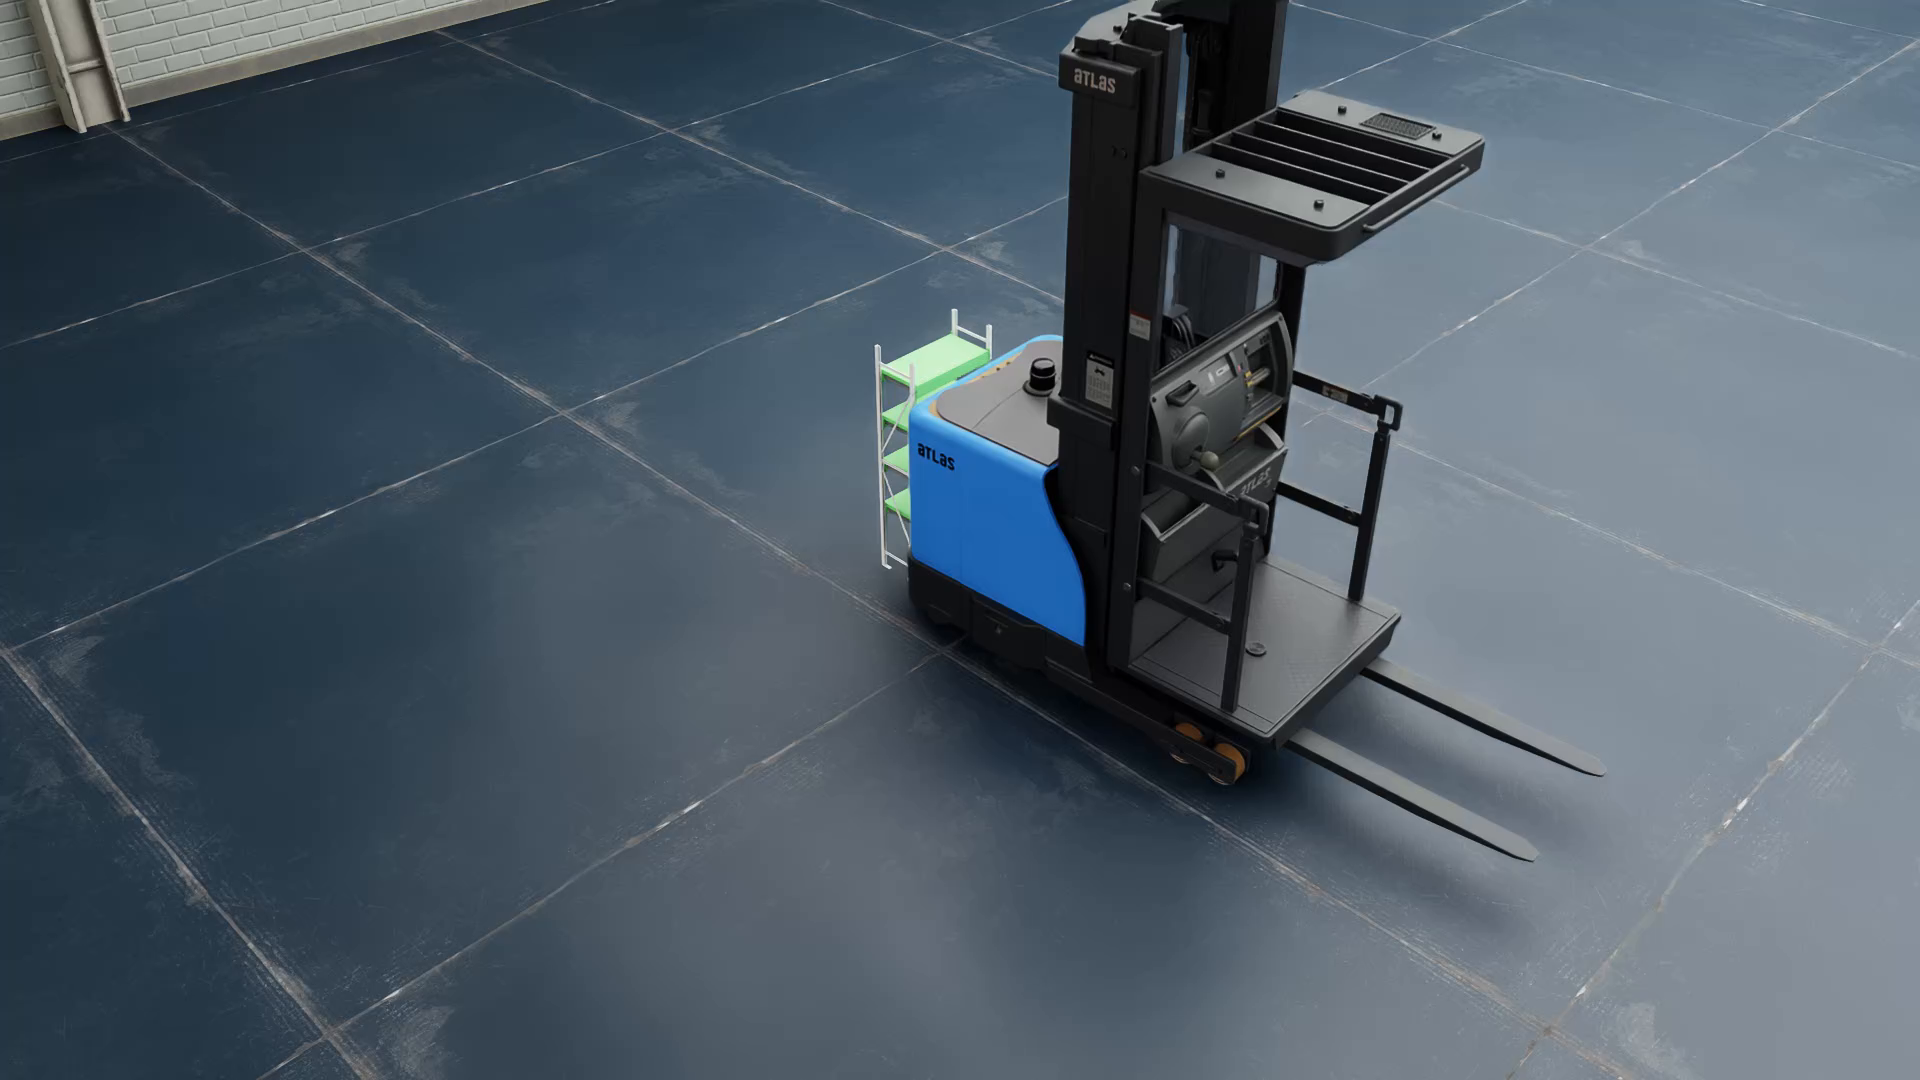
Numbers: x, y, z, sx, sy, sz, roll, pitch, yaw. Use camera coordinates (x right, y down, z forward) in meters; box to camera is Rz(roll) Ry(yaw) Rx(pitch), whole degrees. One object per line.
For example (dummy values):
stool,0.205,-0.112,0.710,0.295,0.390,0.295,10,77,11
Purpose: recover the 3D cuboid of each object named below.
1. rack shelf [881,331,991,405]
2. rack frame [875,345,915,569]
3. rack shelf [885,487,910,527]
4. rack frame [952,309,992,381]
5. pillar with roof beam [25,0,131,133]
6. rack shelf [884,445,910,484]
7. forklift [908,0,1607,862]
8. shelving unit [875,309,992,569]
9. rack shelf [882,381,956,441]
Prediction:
rack shelf,-0.117,-0.767,7.573,0.258,0.148,0.480,29,44,35
rack frame,-0.288,-0.326,7.668,0.240,1.200,0.015,29,44,35
rack shelf,-0.118,-0.176,7.985,0.258,0.148,0.480,29,44,35
rack frame,0.053,-0.525,7.954,0.240,1.200,0.015,29,44,35
pillar with roof beam,-3.641,-5.205,7.847,9.100,9.000,0.400,30,45,35
rack shelf,-0.118,-0.373,7.847,0.258,0.148,0.480,29,44,35
forklift,1.200,-0.543,6.466,3.031,2.935,1.130,27,43,33
shelving unit,-0.117,-0.425,7.811,0.258,1.200,0.503,29,44,35
rack shelf,-0.117,-0.570,7.710,0.258,0.148,0.480,29,44,35
